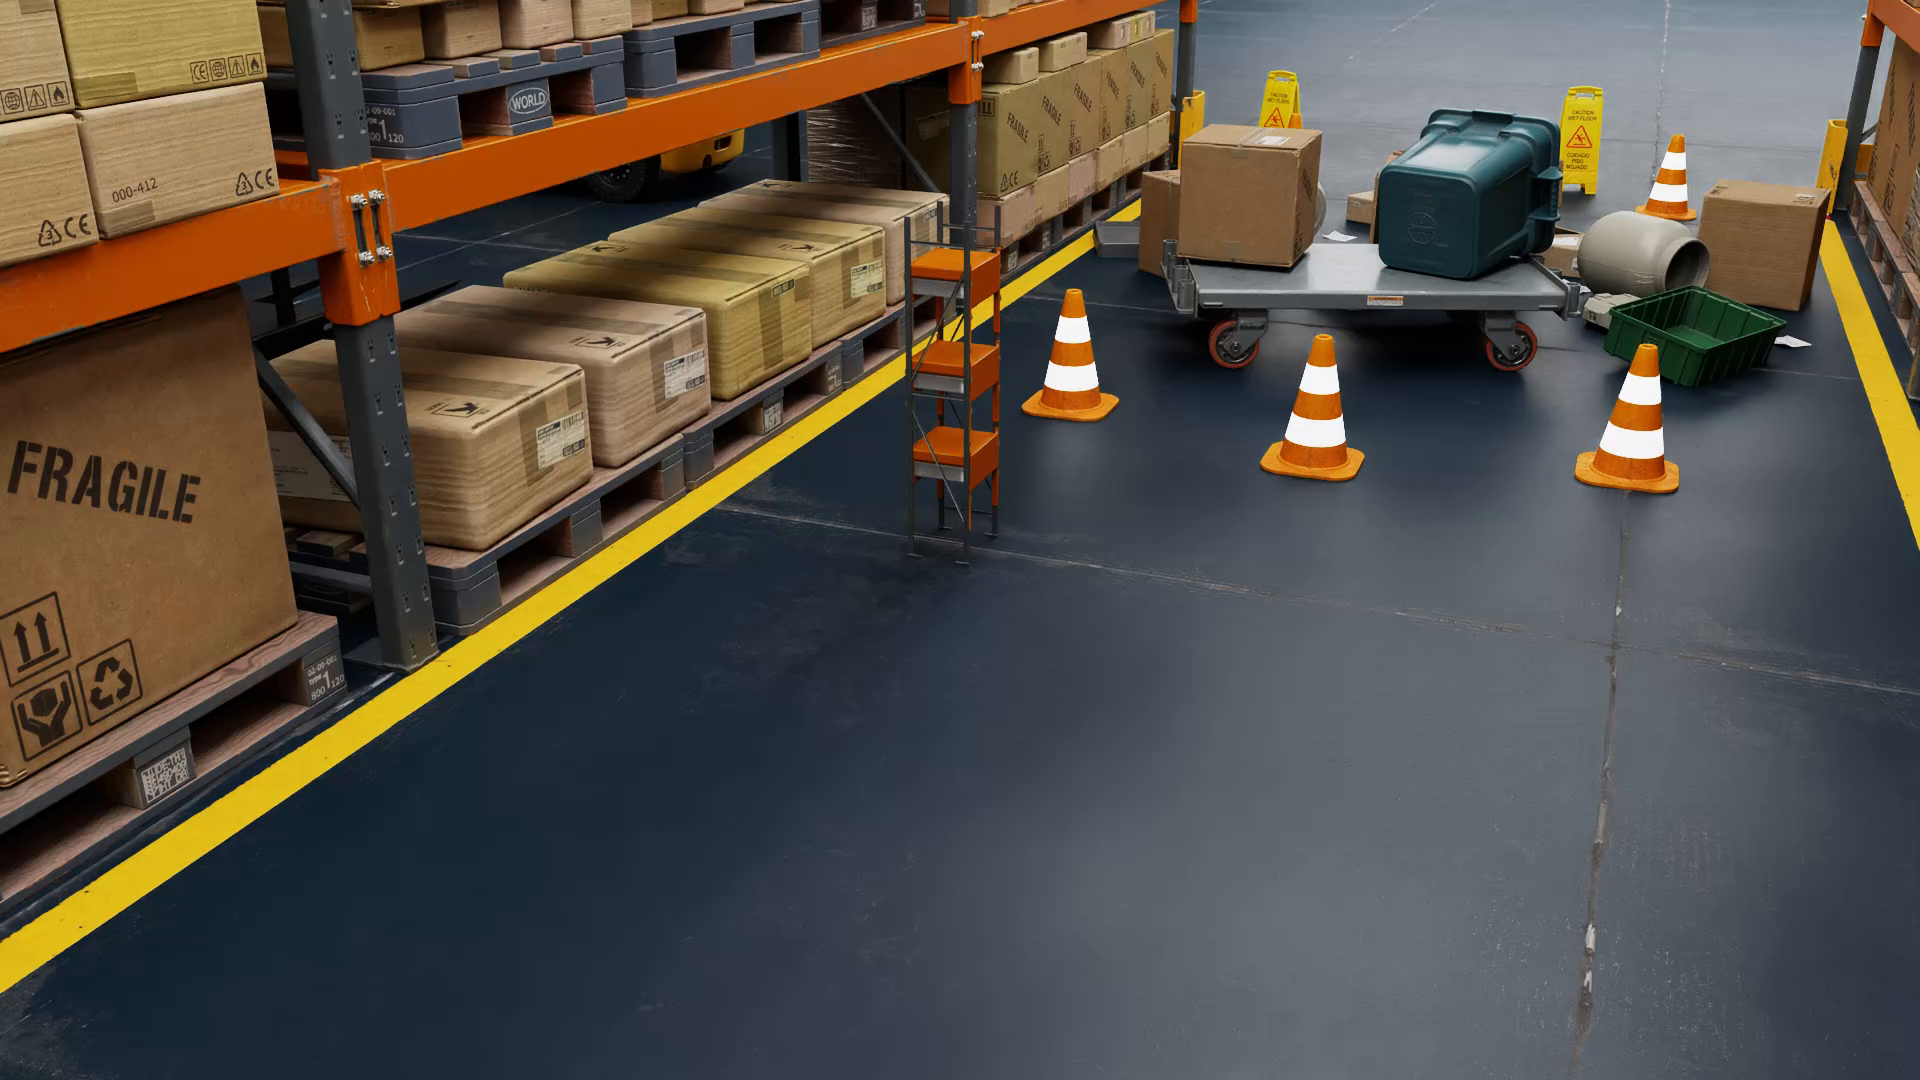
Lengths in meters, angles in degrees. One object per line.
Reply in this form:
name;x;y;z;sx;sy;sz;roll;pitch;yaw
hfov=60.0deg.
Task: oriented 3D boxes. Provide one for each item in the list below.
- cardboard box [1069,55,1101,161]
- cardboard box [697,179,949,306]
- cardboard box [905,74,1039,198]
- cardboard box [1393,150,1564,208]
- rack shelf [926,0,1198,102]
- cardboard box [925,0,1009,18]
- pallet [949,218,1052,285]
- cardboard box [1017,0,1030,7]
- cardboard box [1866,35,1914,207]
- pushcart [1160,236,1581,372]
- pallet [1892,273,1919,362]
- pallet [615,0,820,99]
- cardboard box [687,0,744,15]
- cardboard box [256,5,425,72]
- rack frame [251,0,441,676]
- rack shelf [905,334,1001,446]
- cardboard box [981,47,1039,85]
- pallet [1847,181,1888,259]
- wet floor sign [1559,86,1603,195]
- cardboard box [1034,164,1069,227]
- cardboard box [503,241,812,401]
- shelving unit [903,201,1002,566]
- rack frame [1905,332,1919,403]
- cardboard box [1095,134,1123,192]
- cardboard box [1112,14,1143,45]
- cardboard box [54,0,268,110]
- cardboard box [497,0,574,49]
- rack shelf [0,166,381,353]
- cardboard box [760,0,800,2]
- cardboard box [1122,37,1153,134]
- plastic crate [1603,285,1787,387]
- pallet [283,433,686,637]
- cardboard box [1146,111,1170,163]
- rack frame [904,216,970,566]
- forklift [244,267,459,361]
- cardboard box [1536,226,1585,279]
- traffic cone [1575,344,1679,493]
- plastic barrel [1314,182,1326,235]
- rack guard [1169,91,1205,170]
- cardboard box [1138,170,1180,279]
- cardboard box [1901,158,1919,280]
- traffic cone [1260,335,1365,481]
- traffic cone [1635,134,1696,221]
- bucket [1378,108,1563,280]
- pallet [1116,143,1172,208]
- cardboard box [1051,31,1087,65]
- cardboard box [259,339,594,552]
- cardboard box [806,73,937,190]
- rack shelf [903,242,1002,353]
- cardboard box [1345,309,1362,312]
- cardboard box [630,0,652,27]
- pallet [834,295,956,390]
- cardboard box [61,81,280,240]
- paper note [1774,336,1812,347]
cardboard box;0.445;-2.373;9.090;0.500;0.500;0.500;10;25;23
cardboard box;-0.600;-1.344;7.441;0.950;0.372;0.625;9;24;21
cardboard box;0.063;-1.995;8.183;0.500;0.500;0.500;10;25;23
cardboard box;2.777;-1.840;9.001;0.797;0.503;0.637;-7;24;-17
rack shelf;0.336;-2.935;9.318;1.077;0.370;4.000;9;24;20
cardboard box;0.007;-2.502;7.674;0.380;0.149;0.250;9;24;20
pallet;-0.191;-1.510;8.591;1.003;0.211;1.213;9;24;20
cardboard box;0.124;-2.699;8.146;0.380;0.149;0.250;9;24;20
cardboard box;5.521;-2.271;9.008;0.875;0.875;0.875;9;24;20
pushcart;1.728;-1.033;7.233;1.648;0.377;0.936;1;23;2
pallet;4.581;-0.853;7.018;1.003;0.211;1.213;9;24;20
pallet;-1.196;-1.745;5.786;1.003;0.211;1.213;9;24;20
cardboard box;-0.954;-1.859;5.589;0.380;0.149;0.250;10;25;22
cardboard box;-1.600;-1.287;4.221;0.380;0.149;0.250;7;24;17
rack frame;-1.893;-1.120;4.039;1.000;3.000;0.127;9;24;20
rack shelf;-0.020;-0.456;5.006;0.215;0.259;0.240;9;24;20
cardboard box;0.165;-2.330;8.145;0.380;0.149;0.250;9;24;21
pallet;5.487;-1.726;9.108;1.003;0.211;1.213;9;24;20
wet floor sign;3.884;-2.518;10.440;0.267;0.644;0.232;5;23;11
cardboard box;0.250;-1.841;8.789;0.500;0.250;0.500;10;25;23
cardboard box;-1.120;-0.838;6.228;0.950;0.372;0.625;10;25;22
shelving unit;-0.020;-0.465;5.002;0.215;1.050;0.252;9;24;20
rack frame;4.226;-1.879;5.856;1.000;3.000;0.127;9;24;20
cardboard box;0.639;-2.207;9.666;0.500;0.250;0.500;8;24;18
cardboard box;0.853;-2.998;9.745;0.380;0.149;0.250;9;24;21
cardboard box;-1.837;-1.072;3.469;0.500;0.250;0.500;9;24;20
cardboard box;-1.319;-1.475;4.670;0.380;0.149;0.250;7;24;17
rack shelf;-2.636;-0.072;2.464;1.077;0.370;4.000;9;24;20
cardboard box;-0.735;-2.042;6.029;0.380;0.149;0.250;9;24;20
cardboard box;0.832;-2.742;9.973;0.500;0.500;0.500;10;25;22
plastic crate;3.074;-0.857;6.985;0.662;0.188;0.450;-17;38;-35
pallet;-1.602;-0.112;5.245;1.003;0.211;1.213;9;24;20
cardboard box;1.019;-2.571;10.536;0.500;0.250;0.500;9;24;20
rack frame;-0.065;-0.422;4.897;0.200;1.050;0.008;9;24;20
forklift;-3.096;-1.813;5.789;1.130;2.935;3.031;8;24;19
cardboard box;3.155;-1.496;8.487;0.396;0.266;0.258;13;26;29
traffic cone;2.326;-0.444;5.713;0.336;0.463;0.334;9;24;20
plastic barrel;1.717;-1.838;9.101;0.421;0.421;0.512;-12;25;-26
rack guard;1.050;-2.802;11.309;1.175;0.500;0.348;9;24;20
cardboard box;1.254;-1.588;8.399;0.500;0.500;0.500;-12;25;-26
cardboard box;4.856;-1.630;7.473;0.875;0.875;0.875;9;24;20
traffic cone;1.253;-0.489;5.821;0.336;0.463;0.334;9;24;20
traffic cone;4.196;-2.153;9.803;0.336;0.463;0.334;9;24;20
bucket;2.136;-1.448;7.101;0.726;0.611;0.620;19;39;38
pallet;0.716;-2.383;10.681;1.003;0.211;1.213;9;24;20
cardboard box;0.451;-2.611;8.817;0.380;0.149;0.250;10;25;23
cardboard box;-1.674;-0.302;4.945;0.950;0.372;0.625;7;24;16
cardboard box;-0.437;-2.072;8.369;0.500;0.500;0.500;8;24;19
rack shelf;-0.020;-0.717;4.897;0.215;0.259;0.240;9;24;20
cardboard box;1.888;-1.274;7.955;0.258;0.266;0.396;-7;24;-17
cardboard box;-1.181;-1.668;5.132;0.380;0.149;0.250;10;25;23
pallet;-0.695;-0.986;7.336;1.003;0.211;1.213;9;24;20
cardboard box;-1.840;-0.832;3.546;0.500;0.250;0.500;8;24;18
paper note;3.635;-0.879;7.314;0.147;0.020;0.142;-7;24;-17
